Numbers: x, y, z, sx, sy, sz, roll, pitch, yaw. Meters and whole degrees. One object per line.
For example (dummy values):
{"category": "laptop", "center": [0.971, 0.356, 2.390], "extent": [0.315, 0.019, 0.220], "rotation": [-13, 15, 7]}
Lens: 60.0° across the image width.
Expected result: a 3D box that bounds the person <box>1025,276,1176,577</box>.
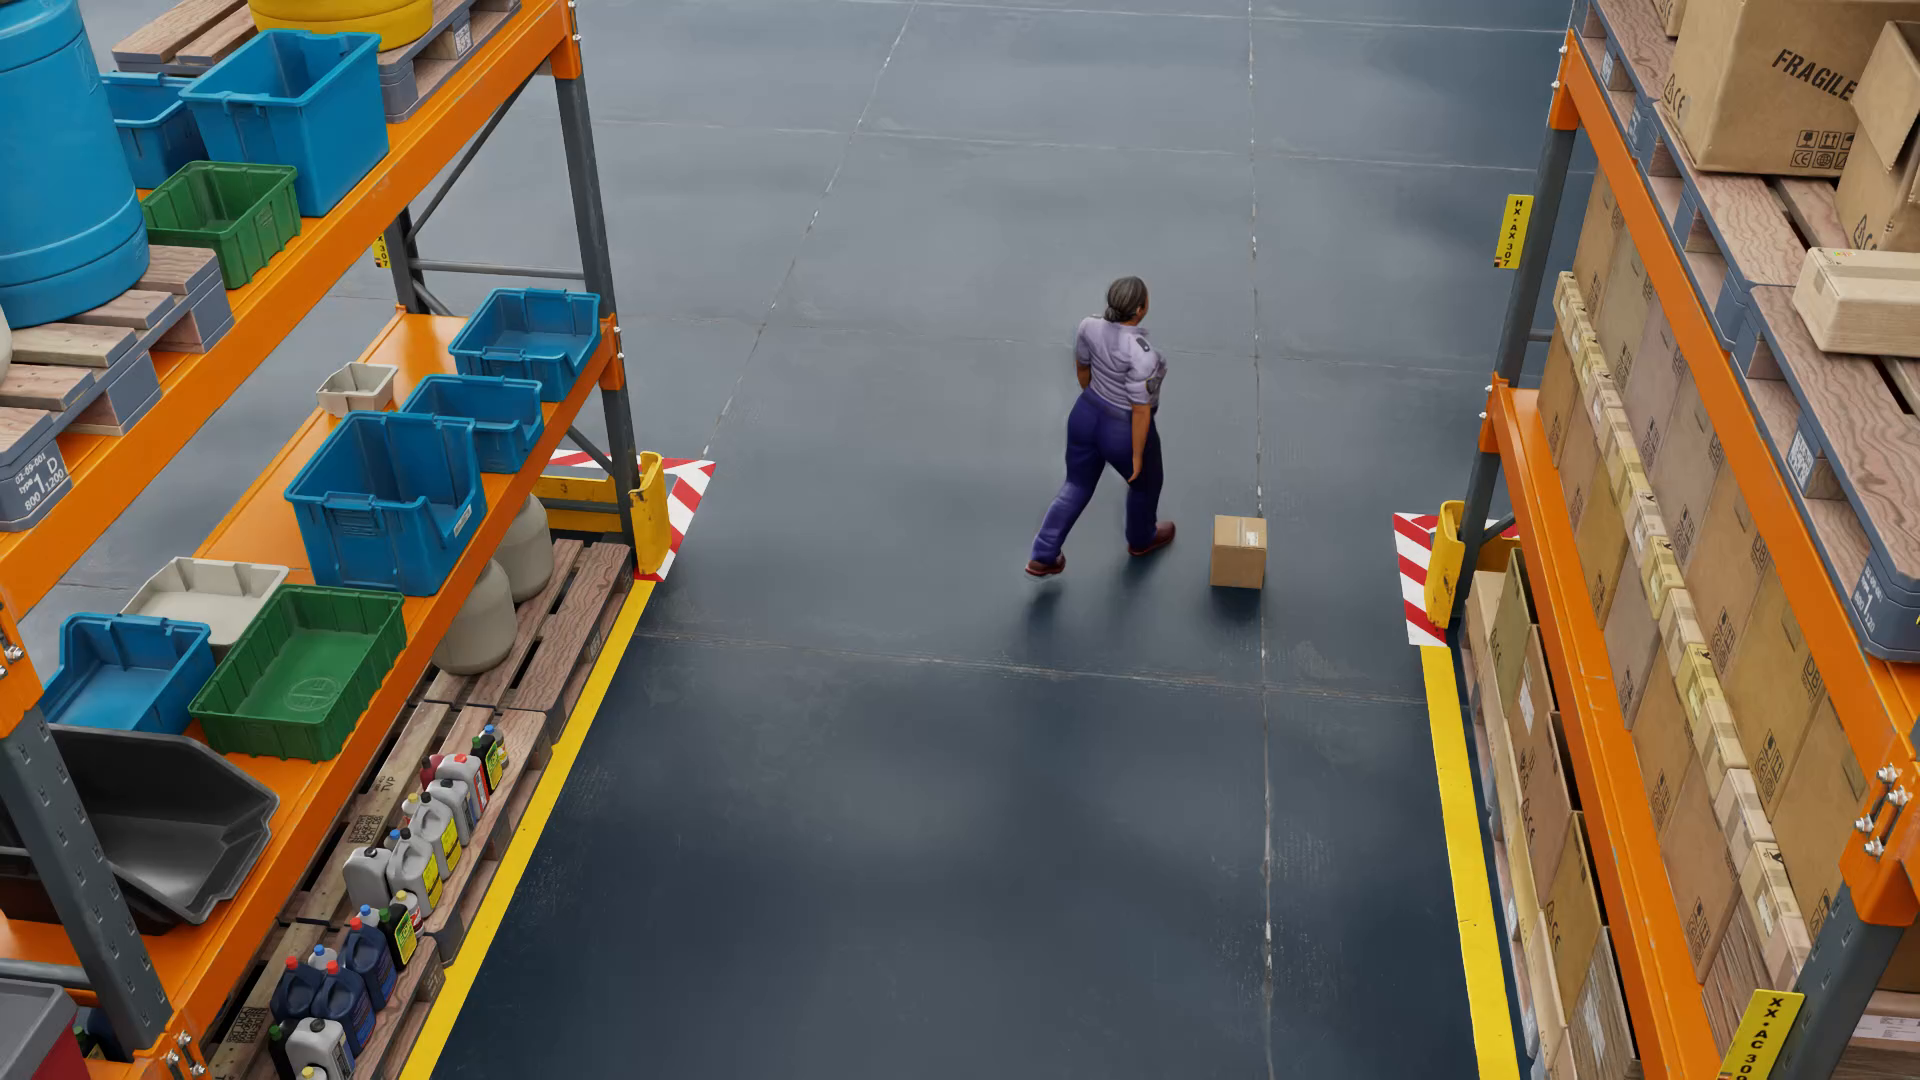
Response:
{"category": "person", "center": [0.713, -0.523, 7.773], "extent": [0.927, 1.619, 0.513], "rotation": [-31, 46, -35]}
